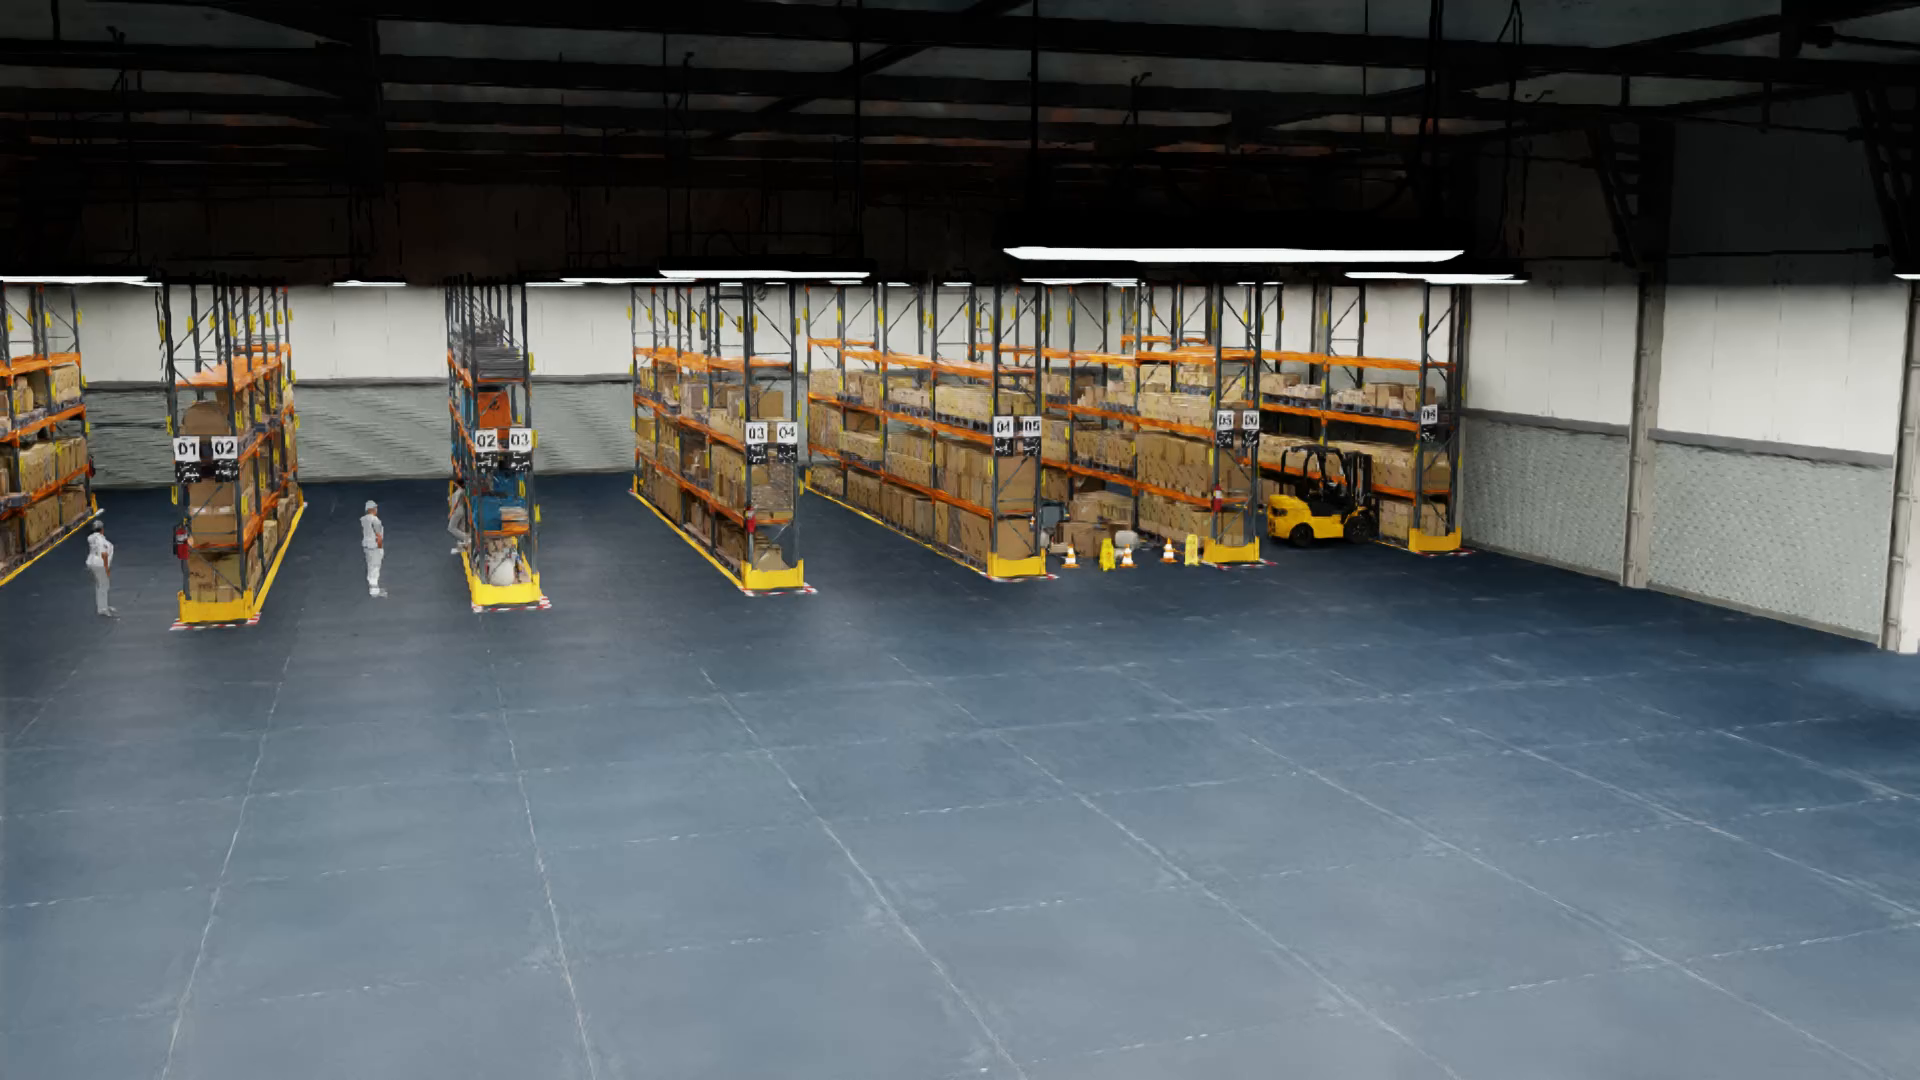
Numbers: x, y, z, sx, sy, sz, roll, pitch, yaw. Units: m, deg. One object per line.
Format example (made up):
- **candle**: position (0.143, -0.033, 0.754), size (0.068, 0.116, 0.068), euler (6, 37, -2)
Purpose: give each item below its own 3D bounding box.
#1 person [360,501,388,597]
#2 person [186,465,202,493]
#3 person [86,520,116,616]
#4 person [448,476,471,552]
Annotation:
- **person**: position (-10.918, 0.148, 31.063), size (0.605, 1.789, 0.451), euler (8, 12, 42)
- **person**: position (-18.678, -1.279, 40.915), size (0.719, 1.714, 0.578), euler (-3, 9, -20)
- **person**: position (-15.136, 0.481, 29.337), size (0.533, 1.671, 0.449), euler (7, 11, 40)
- **person**: position (-10.909, -0.560, 36.227), size (0.478, 1.668, 0.468), euler (-1, 9, -9)
